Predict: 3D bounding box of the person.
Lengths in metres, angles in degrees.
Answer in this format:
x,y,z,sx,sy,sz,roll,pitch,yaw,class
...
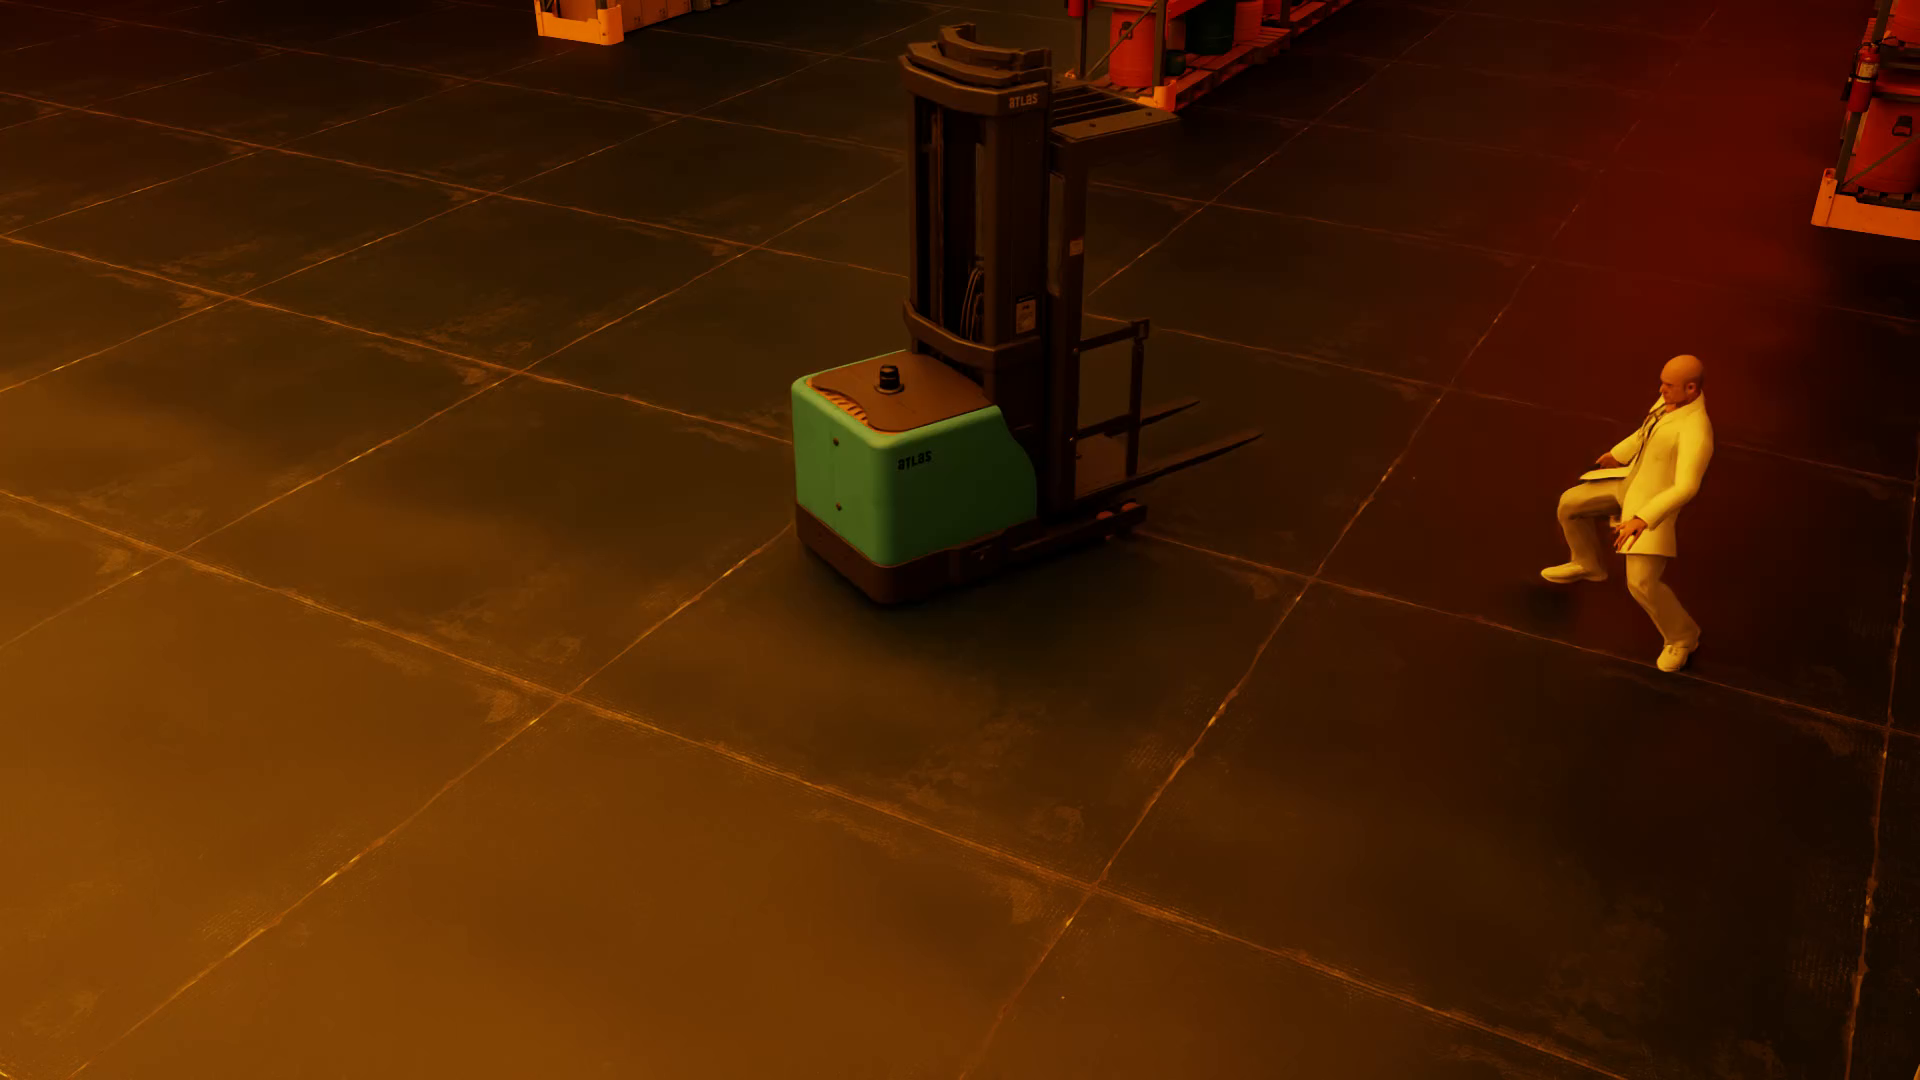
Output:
x,y,z,sx,sy,sz,roll,pitch,yaw,class
3.643,-0.217,8.789,0.744,1.644,1.004,3,30,6,person

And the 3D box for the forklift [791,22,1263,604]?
x,y,z,sx,sy,sz,roll,pitch,yaw,class
0.525,-1.475,9.626,3.031,2.935,1.130,-19,35,-29,forklift
